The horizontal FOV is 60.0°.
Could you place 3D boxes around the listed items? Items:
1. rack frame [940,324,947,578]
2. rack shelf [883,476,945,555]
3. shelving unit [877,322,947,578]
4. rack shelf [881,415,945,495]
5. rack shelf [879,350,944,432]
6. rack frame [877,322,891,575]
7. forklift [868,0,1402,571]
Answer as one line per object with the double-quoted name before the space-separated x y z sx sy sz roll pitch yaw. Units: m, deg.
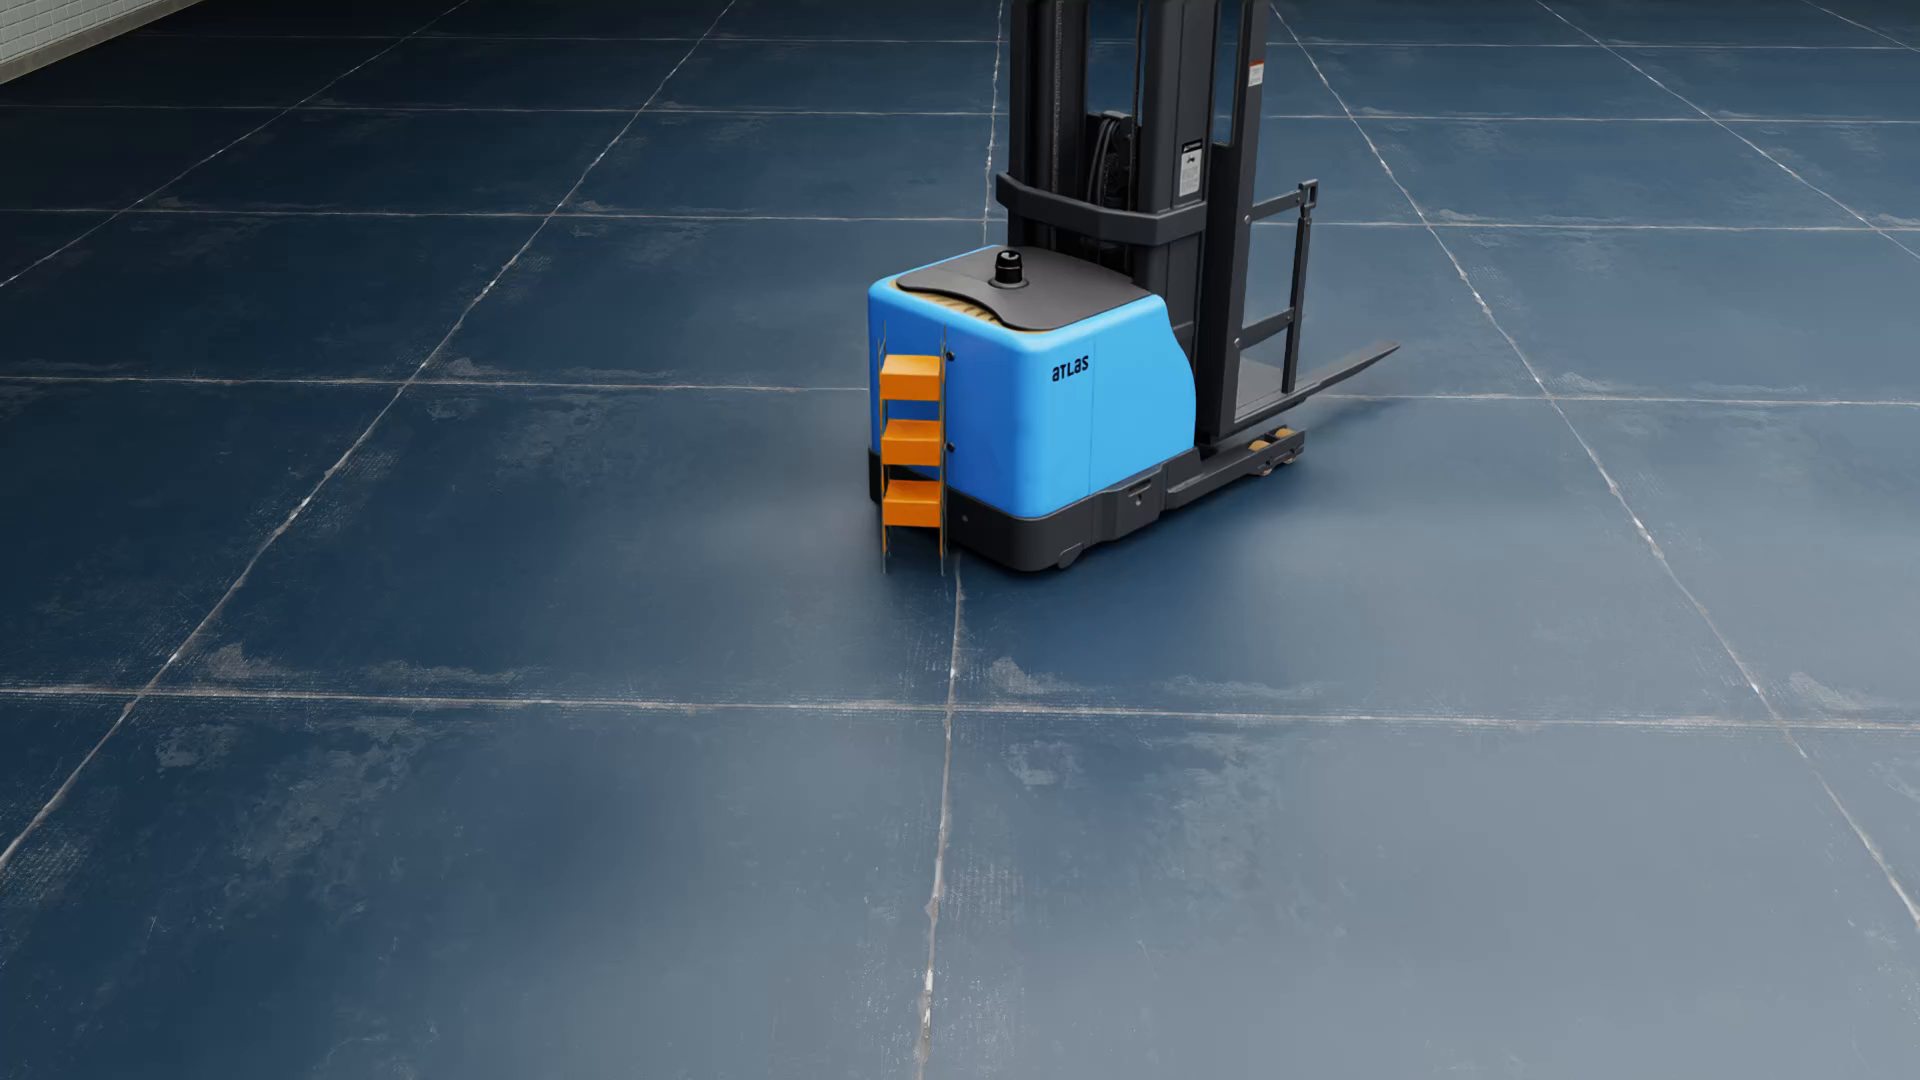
"rack frame" -0.067 -0.354 6.796 0.008 1.050 0.200 2 28 4
"rack shelf" -0.189 -0.103 6.940 0.240 0.259 0.215 2 28 4
"shelving unit" -0.189 -0.358 6.805 0.252 1.050 0.215 2 28 4
"rack shelf" -0.189 -0.349 6.810 0.240 0.259 0.215 2 28 4
"rack shelf" -0.189 -0.600 6.677 0.240 0.259 0.215 2 28 4
"rack frame" -0.310 -0.363 6.814 0.008 1.050 0.200 2 28 4
"forklift" 1.002 -1.751 7.424 3.031 2.935 1.130 -24 36 -38
